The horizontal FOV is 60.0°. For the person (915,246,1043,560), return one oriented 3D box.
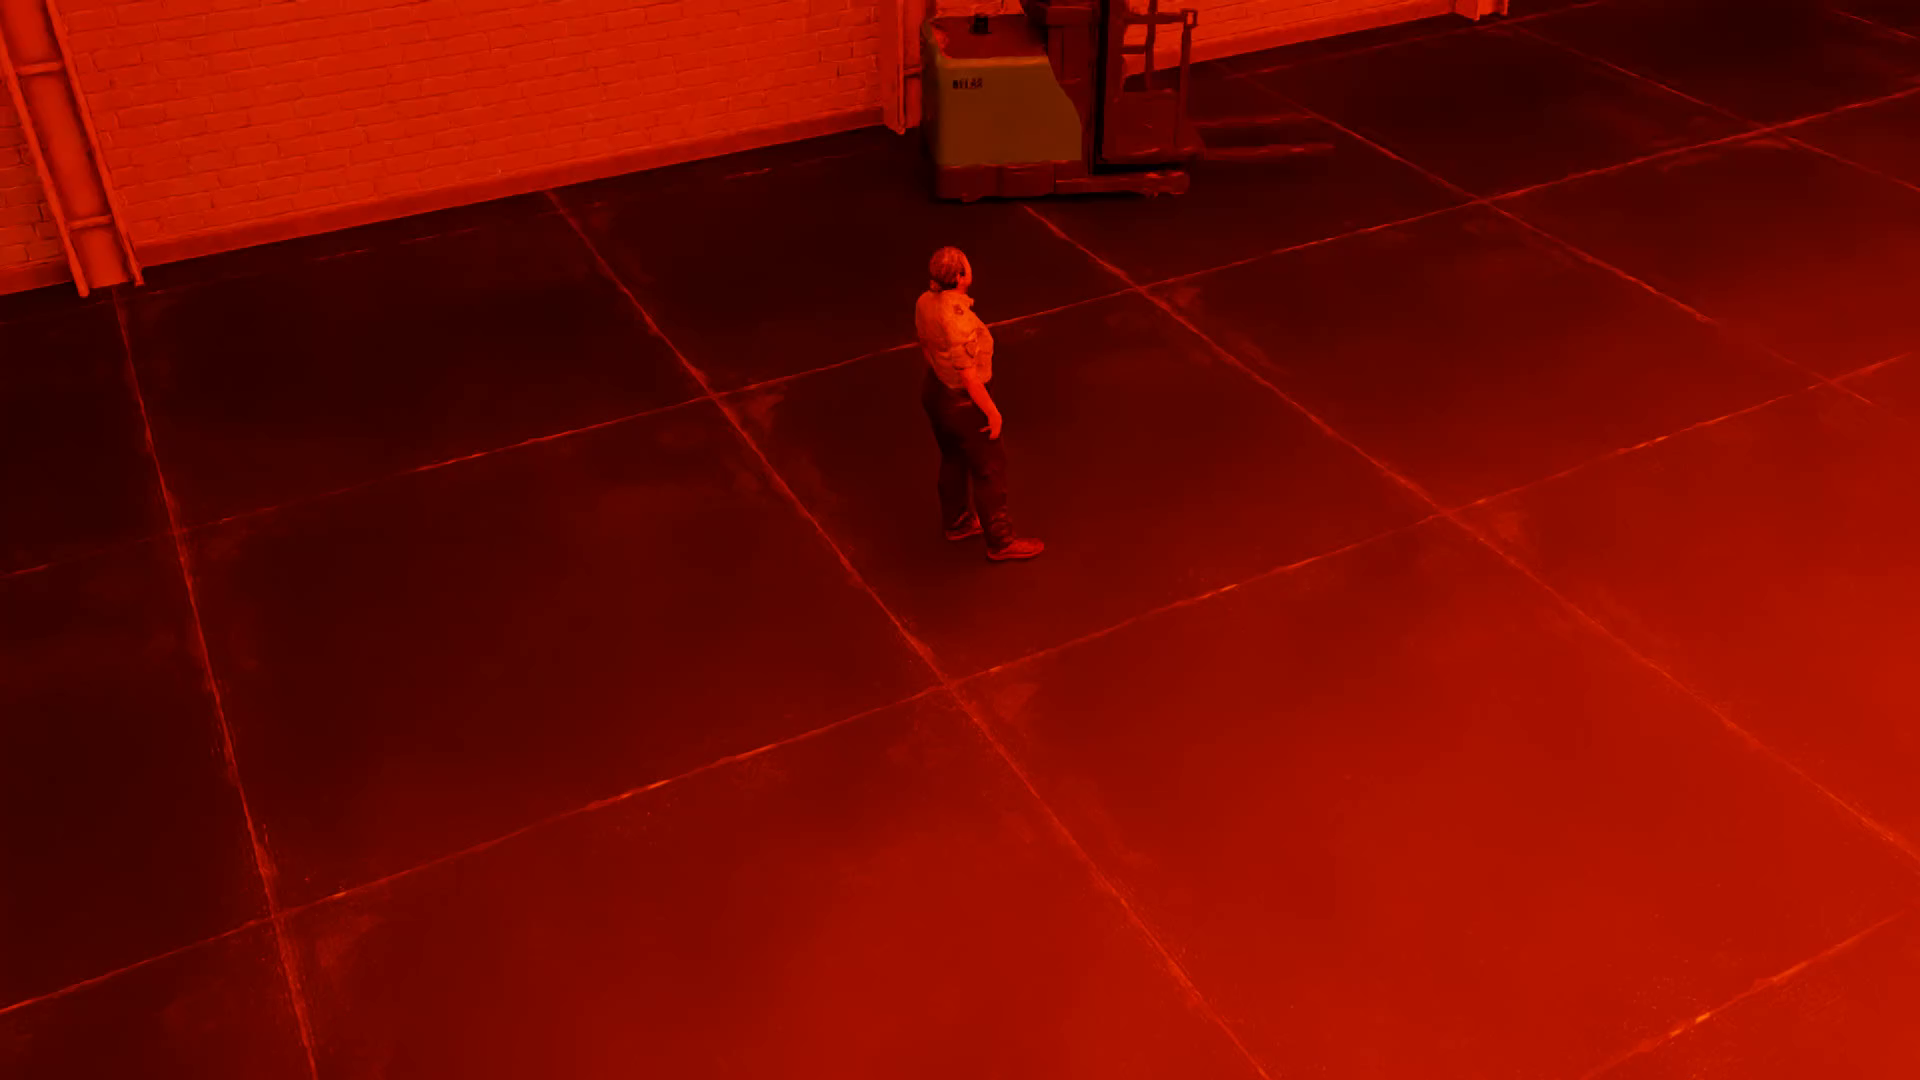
[{"bbox_3d":[0.090,-0.687,8.204,0.502,1.640,0.599,-17,39,-23],"label":"person"}]

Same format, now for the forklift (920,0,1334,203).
[{"bbox_3d":[1.253,-4.020,11.811,3.031,2.935,1.130,-5,36,-7],"label":"forklift"}]
